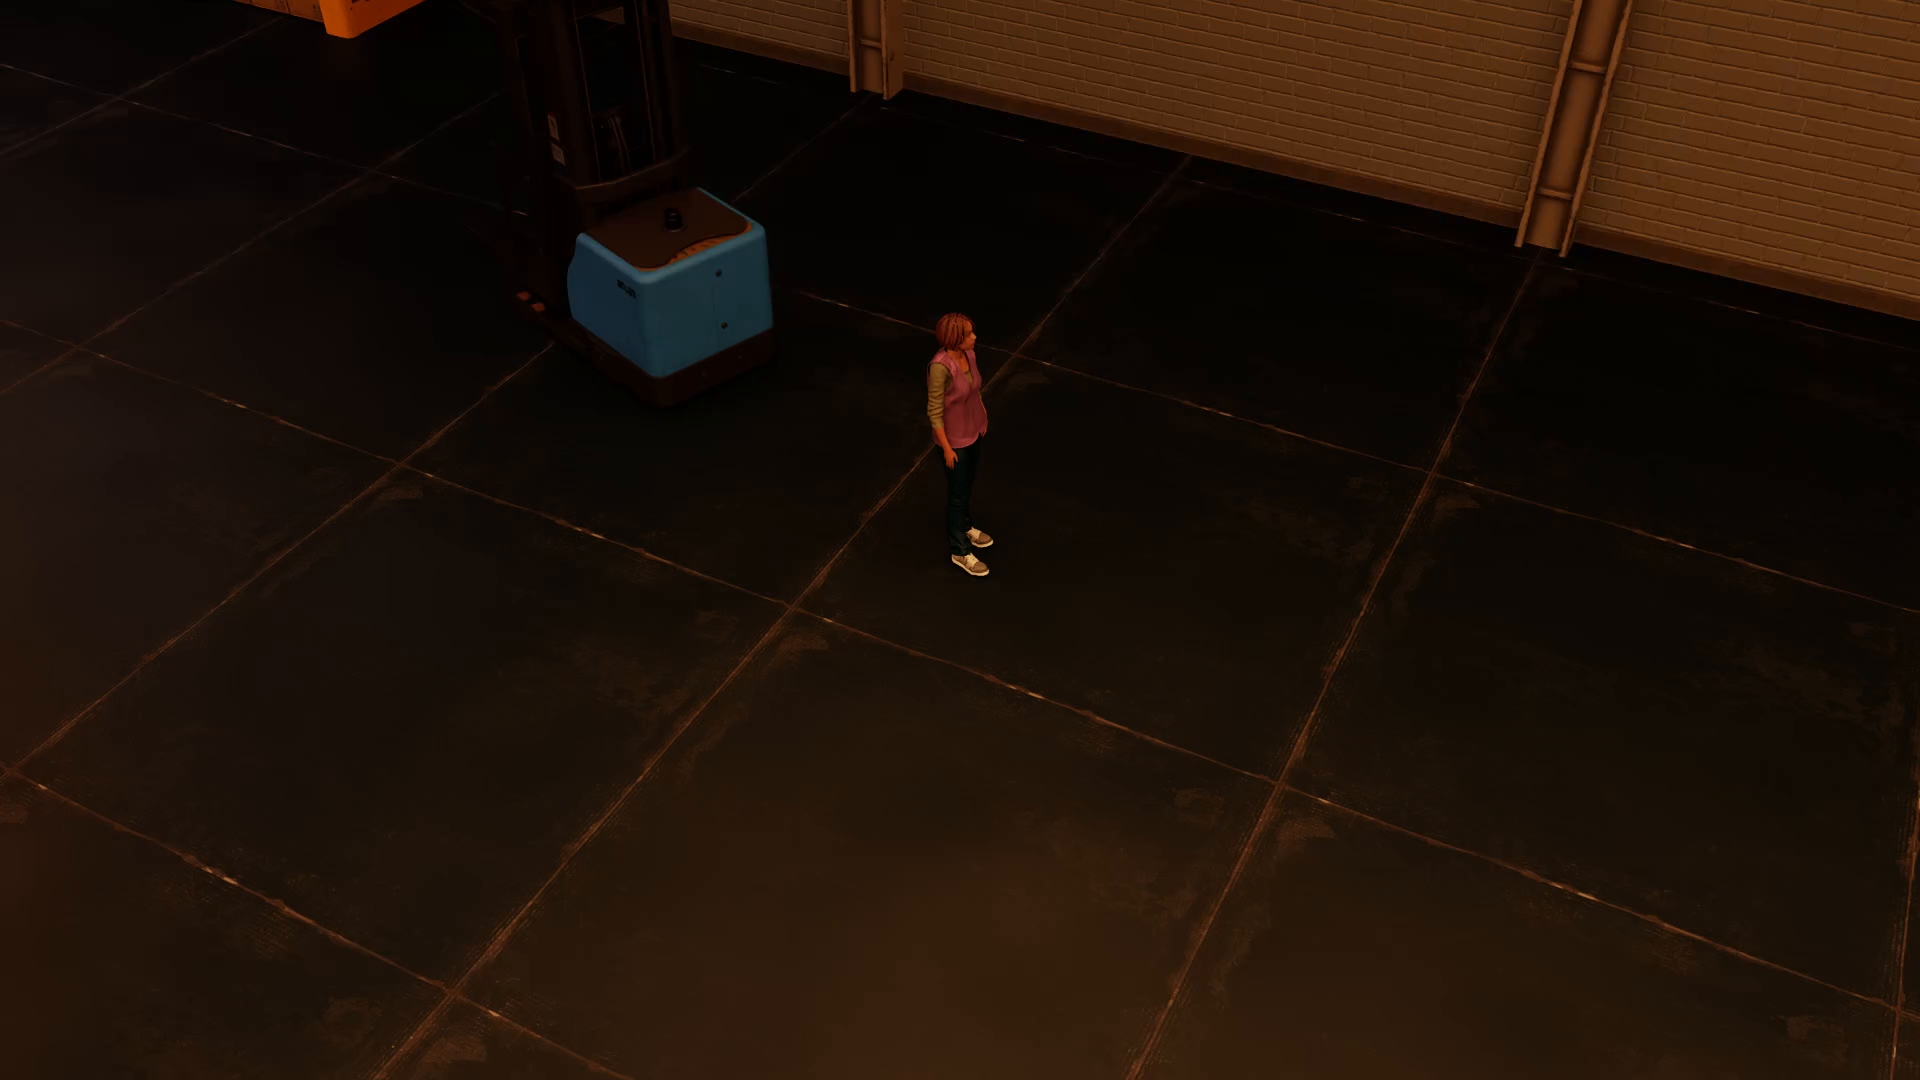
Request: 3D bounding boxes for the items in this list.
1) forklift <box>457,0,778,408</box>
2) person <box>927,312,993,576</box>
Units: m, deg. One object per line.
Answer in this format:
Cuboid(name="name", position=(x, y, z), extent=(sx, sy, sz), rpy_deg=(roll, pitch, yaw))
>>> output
Cuboid(name="forklift", position=(-2.640, -2.879, 11.405), extent=(1.130, 2.935, 3.031), rpy_deg=(-30, 49, -31))
Cuboid(name="person", position=(0.060, -0.586, 9.707), extent=(0.473, 1.599, 0.520), rpy_deg=(18, 43, 21))
